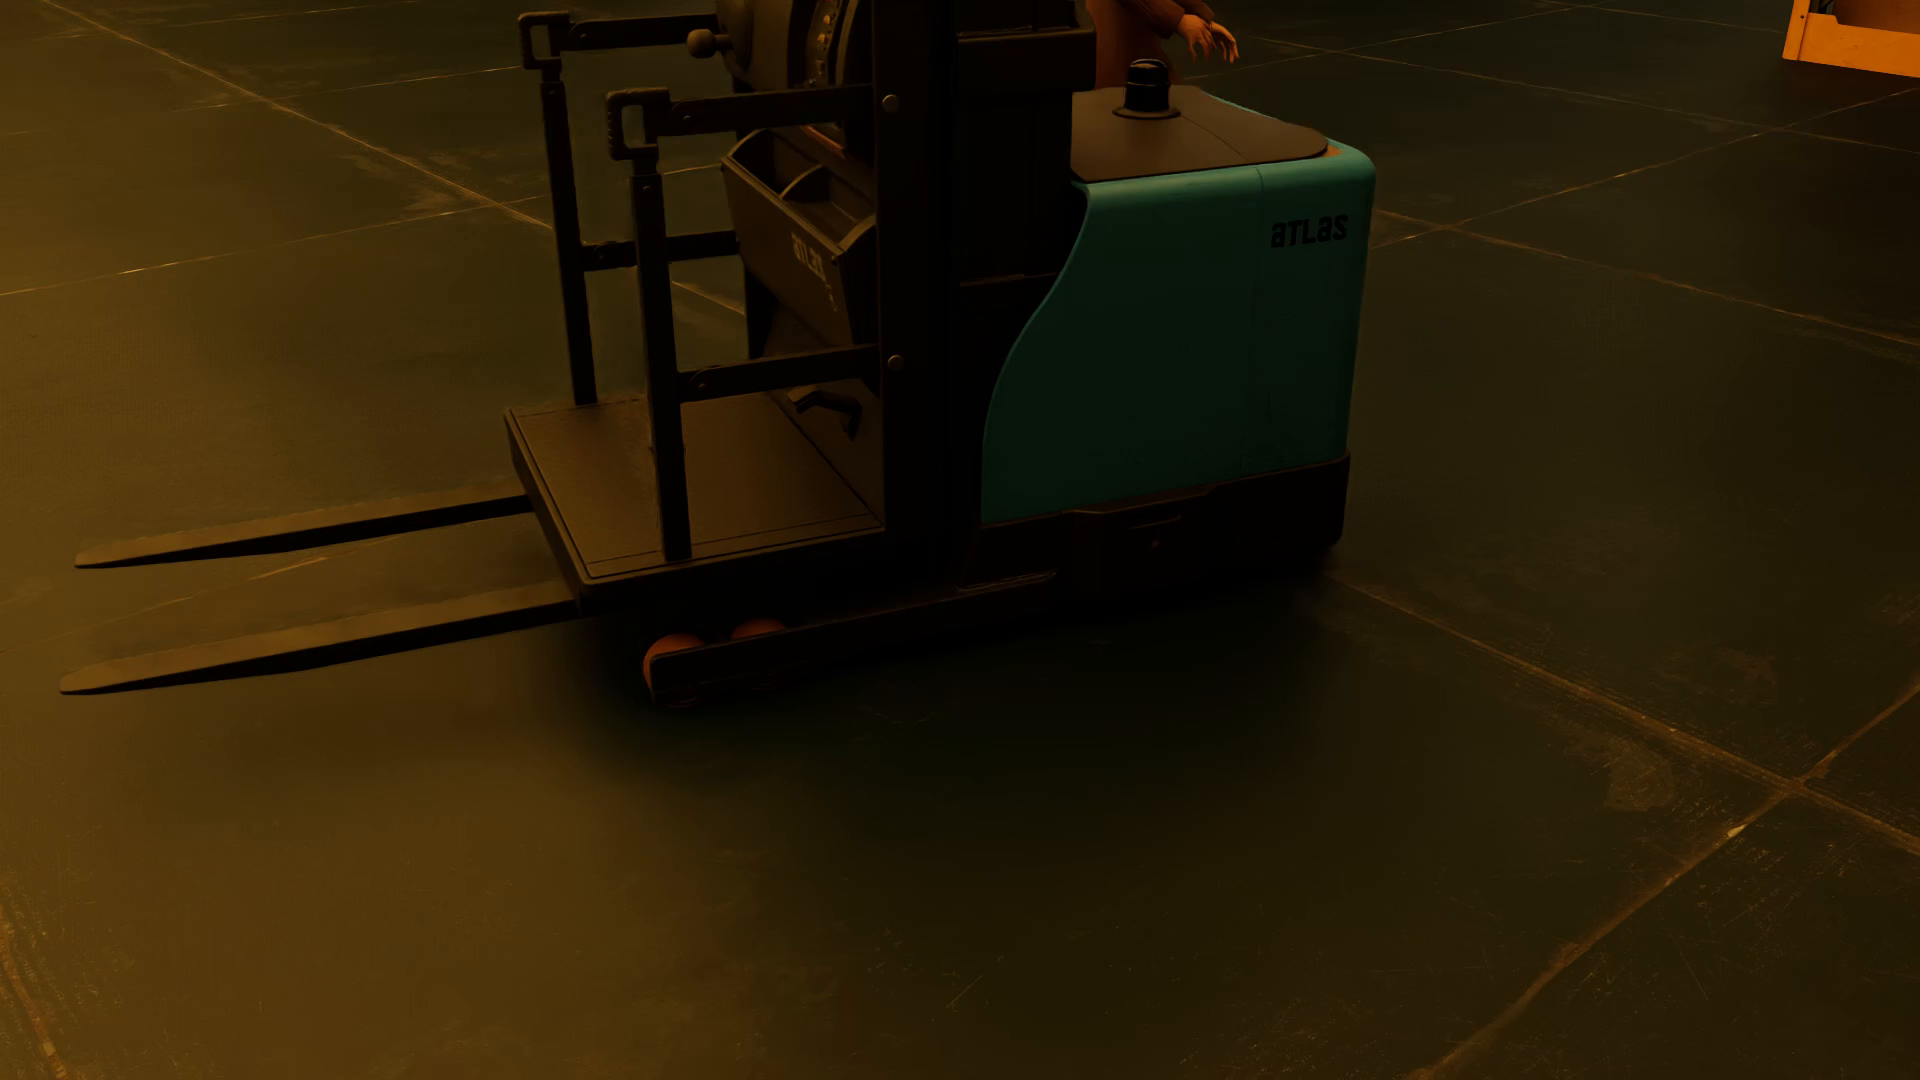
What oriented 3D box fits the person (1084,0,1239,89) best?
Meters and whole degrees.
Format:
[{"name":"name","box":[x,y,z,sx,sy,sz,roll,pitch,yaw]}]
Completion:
[{"name":"person","box":[0.743,-1.782,6.208,0.576,1.723,0.830,5,27,9]}]

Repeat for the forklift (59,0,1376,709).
[{"name":"forklift","box":[-0.563,-1.201,3.624,3.031,2.935,1.130,-11,28,-20]}]
